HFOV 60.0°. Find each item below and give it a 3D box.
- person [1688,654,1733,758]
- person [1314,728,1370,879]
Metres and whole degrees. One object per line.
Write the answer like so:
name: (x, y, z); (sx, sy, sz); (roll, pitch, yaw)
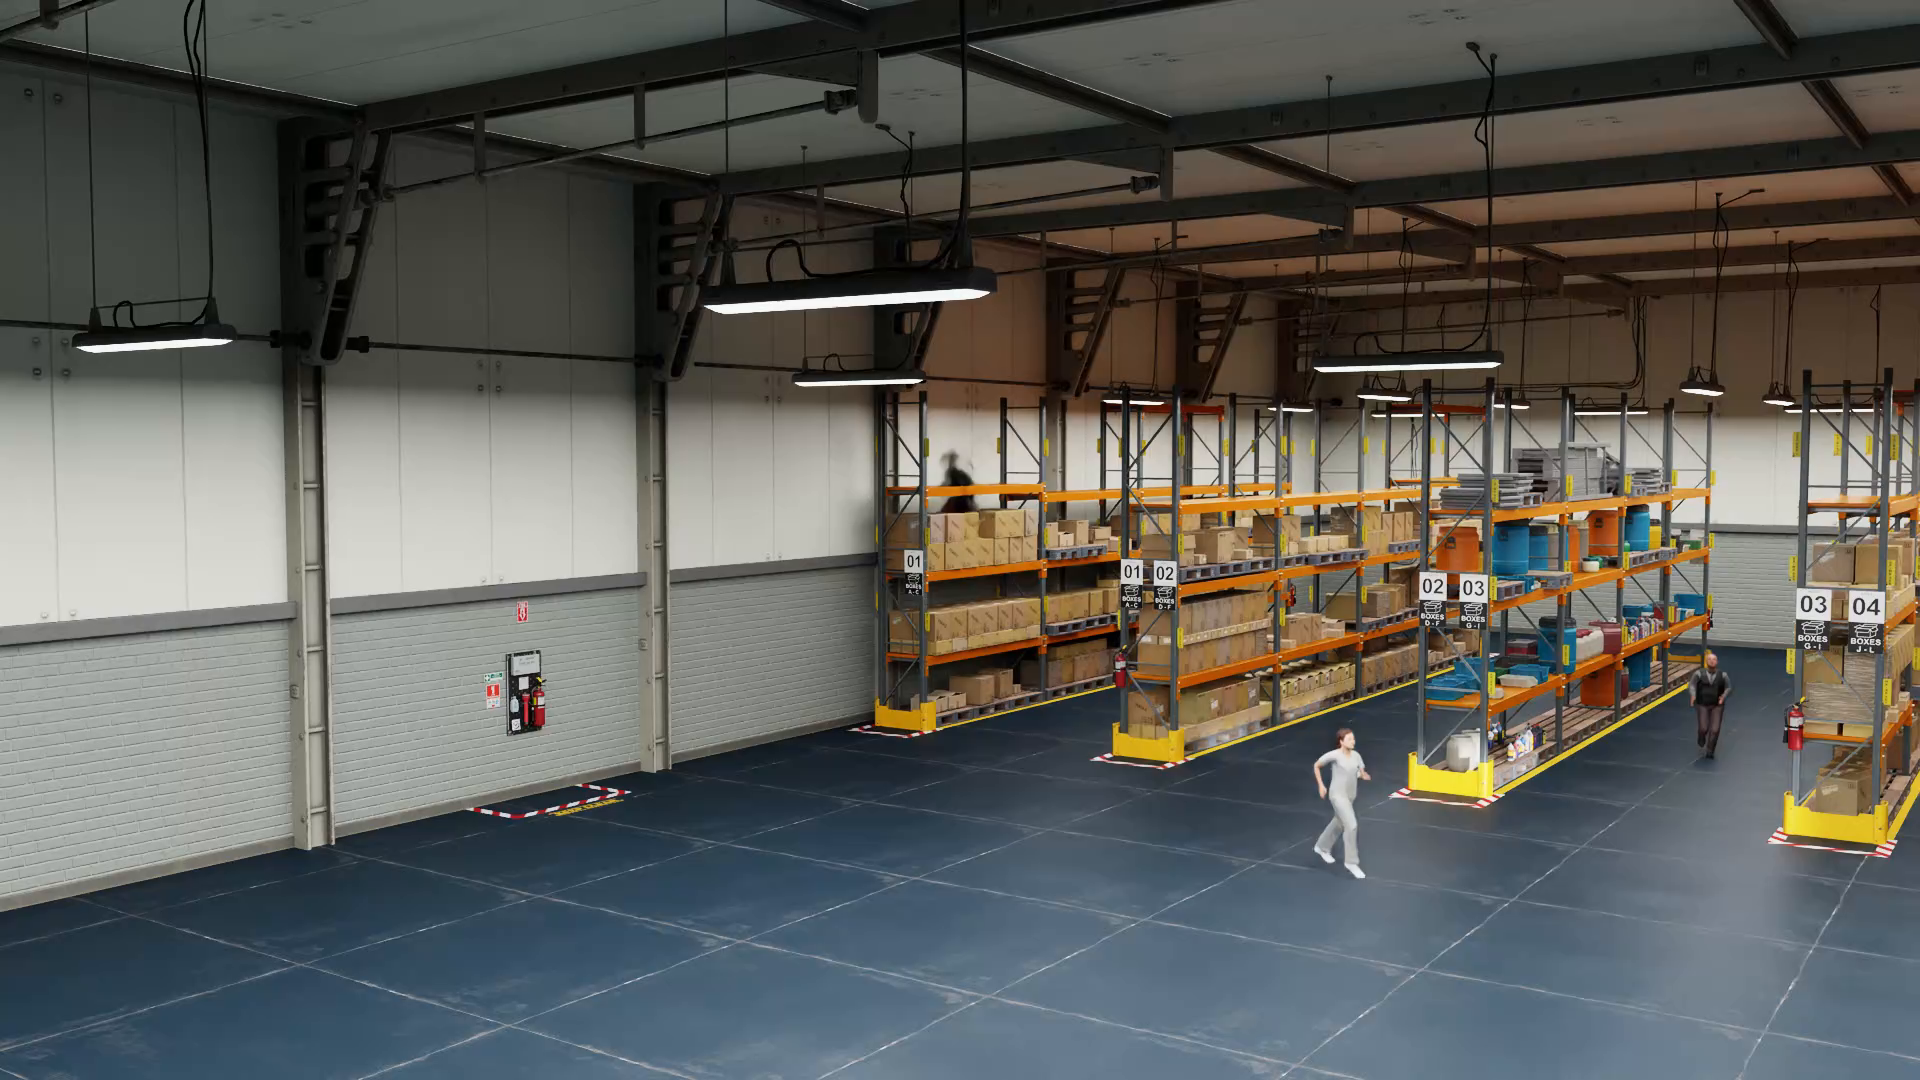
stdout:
person: (12.132, 2.681, 26.893); (0.662, 1.679, 0.581); (1, 3, 21)
person: (4.492, 3.065, 19.619); (0.535, 1.714, 0.857); (-2, 4, -36)
